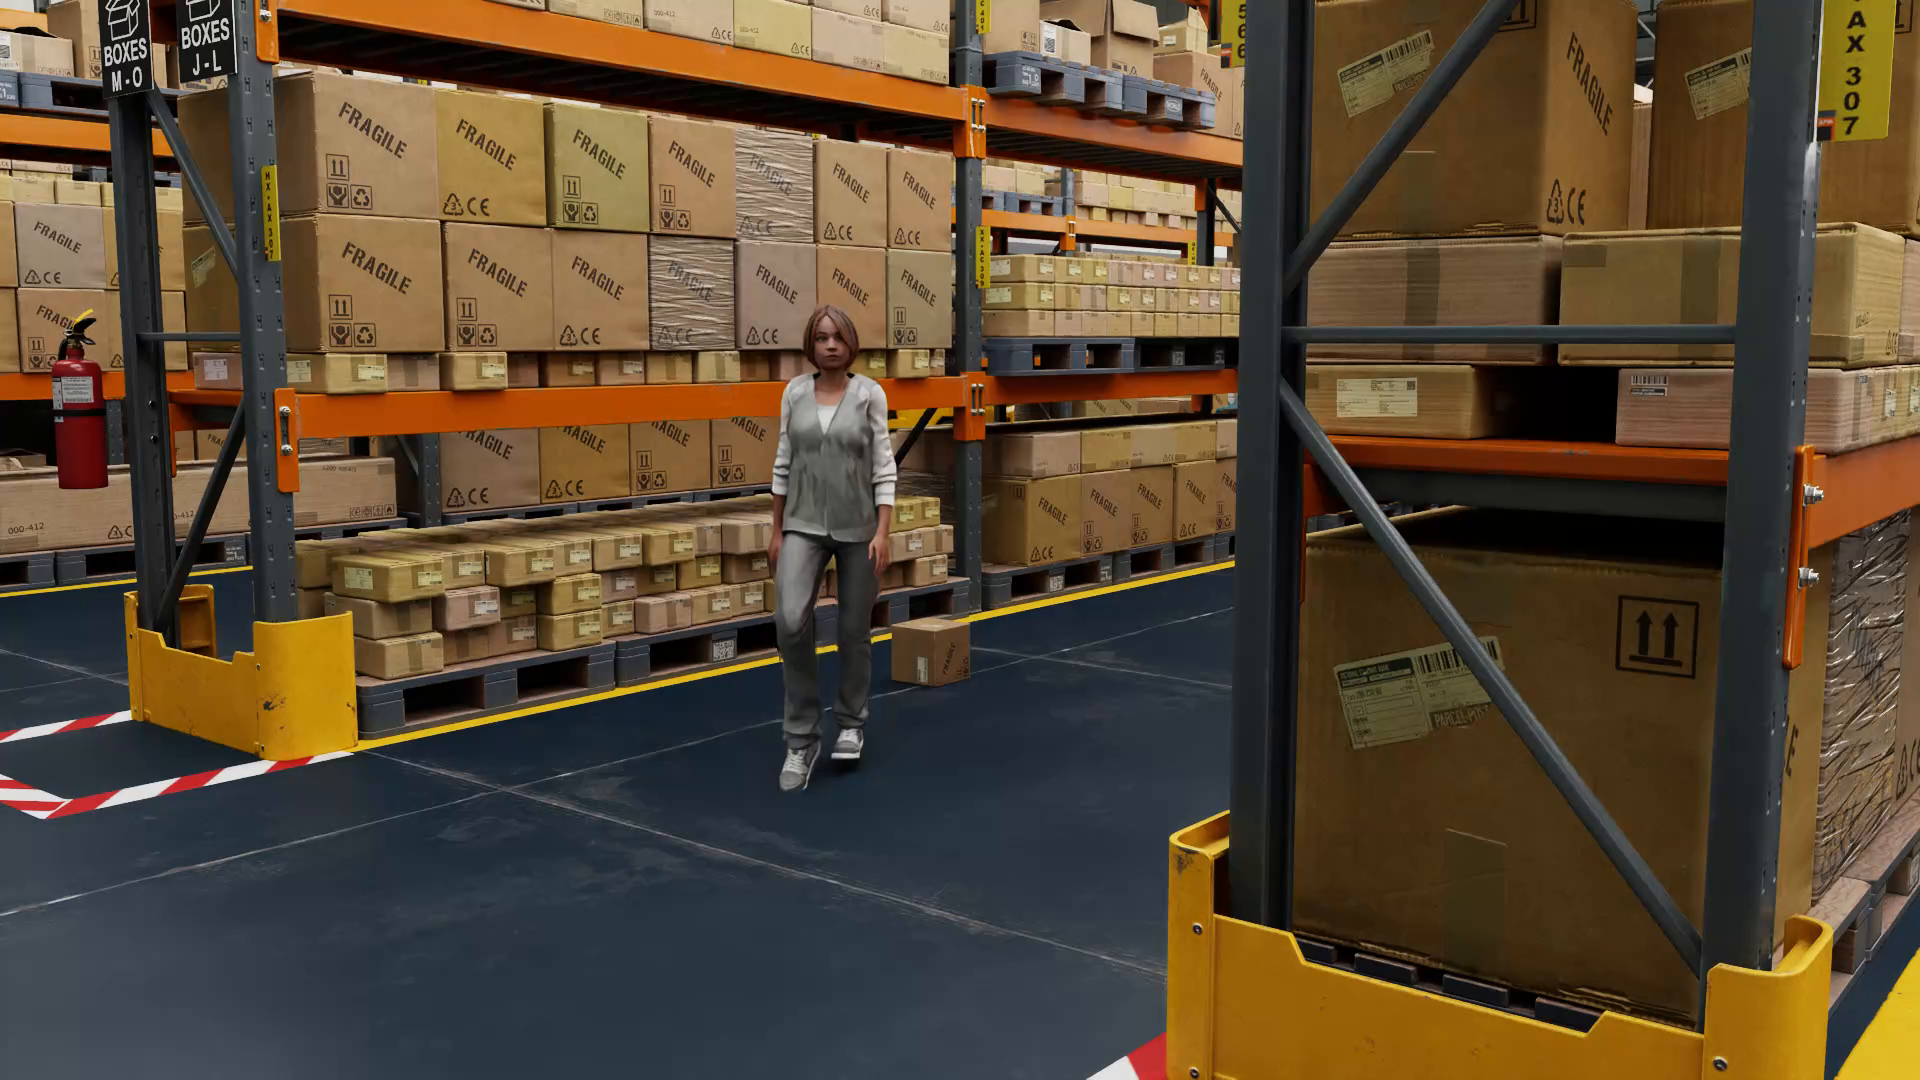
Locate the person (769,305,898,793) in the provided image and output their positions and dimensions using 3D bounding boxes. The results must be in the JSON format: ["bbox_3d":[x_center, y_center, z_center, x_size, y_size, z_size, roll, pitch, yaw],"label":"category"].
[{"bbox_3d":[-0.439,0.023,5.700,0.459,1.645,0.523,0,7,1],"label":"person"}]
